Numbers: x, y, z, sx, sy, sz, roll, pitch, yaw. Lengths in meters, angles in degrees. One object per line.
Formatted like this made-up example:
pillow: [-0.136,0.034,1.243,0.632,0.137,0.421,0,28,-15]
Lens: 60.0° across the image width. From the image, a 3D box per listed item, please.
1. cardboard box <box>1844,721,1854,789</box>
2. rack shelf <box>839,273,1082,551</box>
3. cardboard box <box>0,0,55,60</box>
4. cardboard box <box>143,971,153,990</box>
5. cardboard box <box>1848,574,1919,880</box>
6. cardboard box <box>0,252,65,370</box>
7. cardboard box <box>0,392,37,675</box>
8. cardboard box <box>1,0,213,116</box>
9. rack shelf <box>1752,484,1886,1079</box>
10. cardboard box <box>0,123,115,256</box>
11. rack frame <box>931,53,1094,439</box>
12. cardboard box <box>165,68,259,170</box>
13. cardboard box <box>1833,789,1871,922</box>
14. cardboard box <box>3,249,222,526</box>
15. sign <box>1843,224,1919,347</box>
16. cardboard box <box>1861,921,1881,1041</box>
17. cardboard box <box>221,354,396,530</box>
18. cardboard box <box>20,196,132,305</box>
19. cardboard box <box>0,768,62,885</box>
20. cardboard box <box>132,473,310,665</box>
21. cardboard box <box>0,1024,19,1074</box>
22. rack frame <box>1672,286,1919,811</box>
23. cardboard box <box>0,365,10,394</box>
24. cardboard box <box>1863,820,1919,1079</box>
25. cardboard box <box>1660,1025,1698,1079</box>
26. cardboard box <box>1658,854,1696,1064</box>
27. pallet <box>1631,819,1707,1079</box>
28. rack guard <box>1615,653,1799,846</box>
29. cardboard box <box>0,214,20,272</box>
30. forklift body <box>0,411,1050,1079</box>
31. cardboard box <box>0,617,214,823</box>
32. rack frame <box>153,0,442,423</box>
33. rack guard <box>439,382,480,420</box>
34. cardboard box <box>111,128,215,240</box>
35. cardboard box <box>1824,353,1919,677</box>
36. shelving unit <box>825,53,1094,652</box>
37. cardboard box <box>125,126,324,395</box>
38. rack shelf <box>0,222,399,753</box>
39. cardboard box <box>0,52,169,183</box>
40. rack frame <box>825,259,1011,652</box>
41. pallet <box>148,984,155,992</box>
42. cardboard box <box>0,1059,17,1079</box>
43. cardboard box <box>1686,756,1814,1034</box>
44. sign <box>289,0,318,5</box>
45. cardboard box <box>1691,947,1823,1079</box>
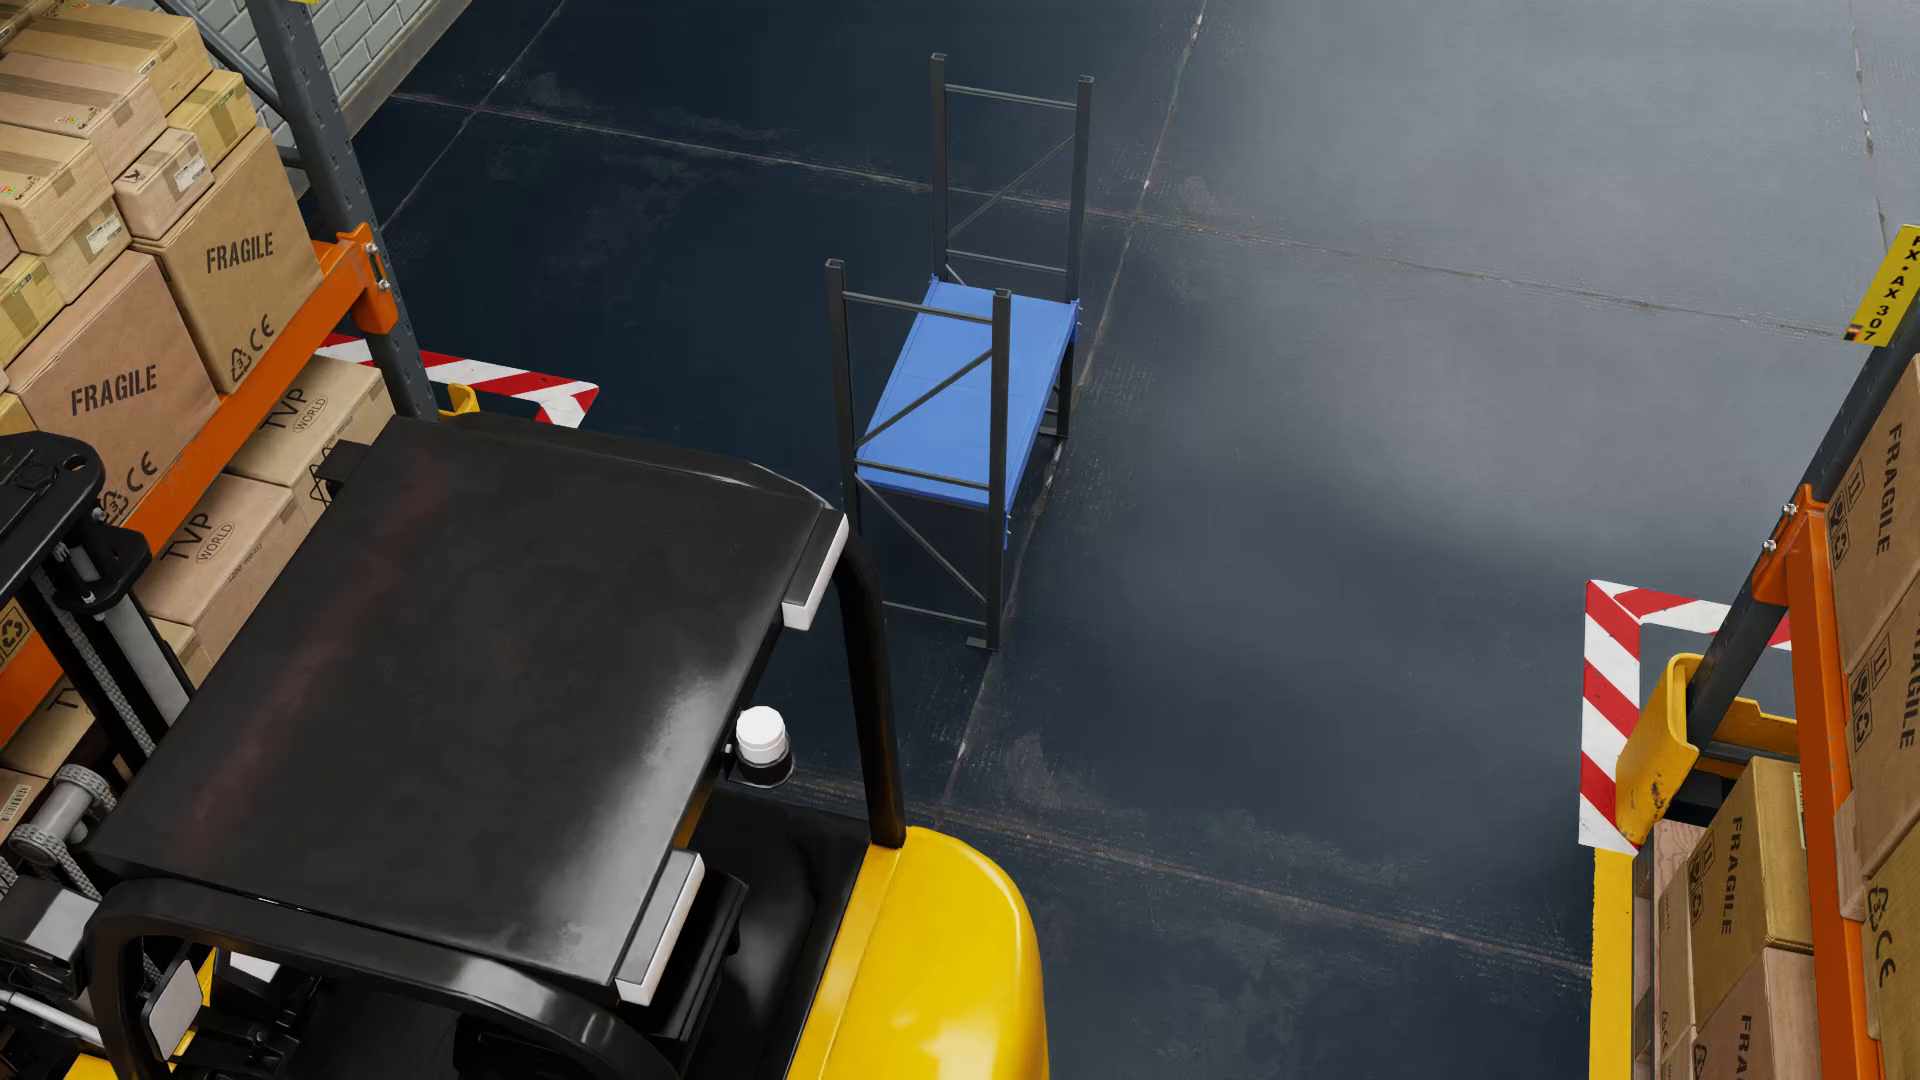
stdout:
cardboard box: [2.095,0.487,3.487,0.380,0.149,0.250,10,49,9]
rack shelf: [0.022,-0.439,5.377,0.538,0.185,1.000,12,50,10]
cardboard box: [-2.499,-1.285,4.185,0.380,0.149,0.250,11,49,9]
cardboard box: [-2.419,1.132,4.304,0.500,0.250,0.500,13,50,11]
cardboard box: [2.059,0.369,3.158,0.500,0.500,0.500,13,50,11]
cardboard box: [-2.268,-0.537,3.724,0.380,0.149,0.250,11,50,10]
cardboard box: [-2.361,-0.020,3.701,0.500,0.500,0.500,11,49,9]
cardboard box: [-2.096,-1.185,4.097,0.380,0.149,0.250,12,50,10]
rack shelf: [2.058,1.522,2.886,1.077,0.370,4.000,12,50,10]
cardboard box: [-2.174,-0.805,3.763,0.380,0.149,0.250,13,50,11]
rack frame: [0.156,-0.926,5.567,0.500,1.500,0.032,12,50,10]
cardboard box: [-2.026,-1.081,4.204,0.380,0.149,0.250,12,50,11]
cardboard box: [1.984,0.661,3.333,0.380,0.149,0.250,12,50,11]
cardboard box: [-2.227,-0.391,4.028,0.500,0.500,0.500,13,50,11]
sign: [2.061,-0.556,3.662,0.100,0.325,0.005,12,50,10]
cardboard box: [1.948,0.855,3.162,0.380,0.149,0.250,13,50,11]
cardboard box: [-2.025,-0.304,4.905,0.500,0.250,0.500,13,50,11]
cardboard box: [-2.192,-0.714,3.881,0.380,0.149,0.250,12,50,11]
cardboard box: [-2.418,0.798,3.932,0.500,0.250,0.500,11,49,9]
cardboard box: [-2.154,0.066,4.578,0.500,0.250,0.500,12,50,11]
cardboard box: [-2.425,0.979,4.105,0.500,0.250,0.500,11,50,10]
rack frame: [2.585,-0.162,3.893,1.000,3.000,0.127,12,50,10]
cardboard box: [-2.293,-0.335,3.546,0.380,0.149,0.250,10,49,9]
cardboard box: [1.926,0.738,2.833,0.500,0.500,0.500,11,49,9]
cardboard box: [1.964,1.505,3.975,0.500,0.250,0.500,13,50,11]
cardboard box: [2.106,1.137,4.299,0.500,0.250,0.500,11,50,10]
pallet: [2.317,1.396,4.377,1.003,0.211,1.213,12,50,10]
rack guard: [2.565,0.720,4.781,1.175,0.500,0.348,12,50,10]
cardboard box: [-2.311,-0.640,3.617,0.380,0.149,0.250,12,50,10]
forklift body: [-0.944,0.873,3.545,2.313,2.155,1.214,12,50,10]
cardboard box: [-2.277,0.433,4.254,0.500,0.250,0.500,12,50,11]
rack frame: [-2.205,-1.139,4.755,1.000,3.000,0.127,12,50,10]
rack guard: [-2.199,-0.329,5.707,1.175,0.500,0.348,12,50,10]
cardboard box: [-2.064,-0.890,4.036,0.380,0.149,0.250,12,50,11]
cardboard box: [2.193,-0.006,3.490,0.500,0.500,0.500,11,49,9]
shelving unit: [0.022,-0.558,5.242,0.538,1.500,1.048,12,50,10]
cardboard box: [-2.081,-0.764,4.357,0.500,0.500,0.500,11,49,9]
rack shelf: [-2.731,0.546,3.748,1.077,0.370,4.000,12,50,10]
cardboard box: [-2.131,-1.000,3.934,0.380,0.149,0.250,12,50,10]
rack frame: [-0.111,-0.190,4.918,0.500,1.500,0.032,12,50,10]
pallet: [-2.689,1.225,4.528,1.003,0.211,1.213,12,50,10]
cardboard box: [-2.558,1.345,3.783,0.500,0.250,0.500,11,50,10]
cardboard box: [2.100,0.907,4.003,0.500,0.500,0.500,10,49,9]
sign: [-1.685,-1.484,4.128,0.100,0.325,0.005,12,50,10]
cardboard box: [1.967,1.286,3.668,0.500,0.500,0.500,10,49,9]
